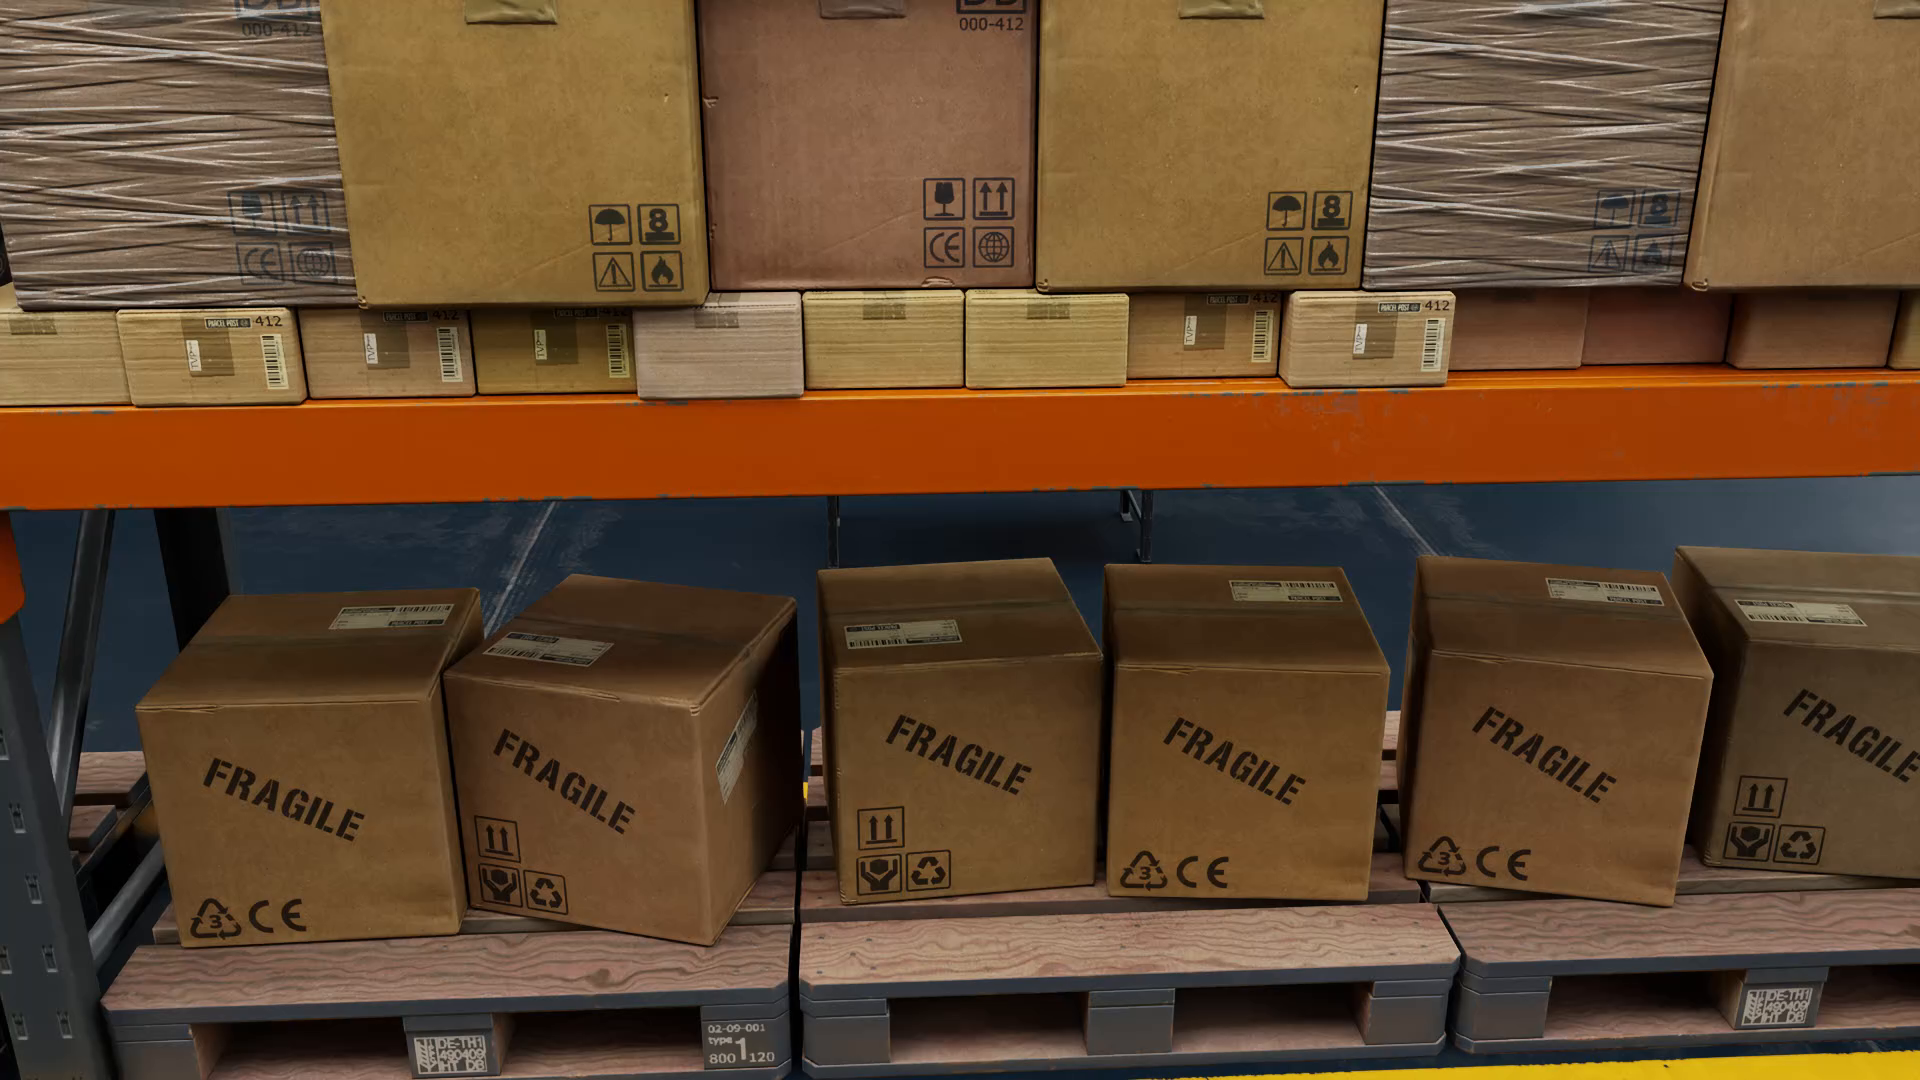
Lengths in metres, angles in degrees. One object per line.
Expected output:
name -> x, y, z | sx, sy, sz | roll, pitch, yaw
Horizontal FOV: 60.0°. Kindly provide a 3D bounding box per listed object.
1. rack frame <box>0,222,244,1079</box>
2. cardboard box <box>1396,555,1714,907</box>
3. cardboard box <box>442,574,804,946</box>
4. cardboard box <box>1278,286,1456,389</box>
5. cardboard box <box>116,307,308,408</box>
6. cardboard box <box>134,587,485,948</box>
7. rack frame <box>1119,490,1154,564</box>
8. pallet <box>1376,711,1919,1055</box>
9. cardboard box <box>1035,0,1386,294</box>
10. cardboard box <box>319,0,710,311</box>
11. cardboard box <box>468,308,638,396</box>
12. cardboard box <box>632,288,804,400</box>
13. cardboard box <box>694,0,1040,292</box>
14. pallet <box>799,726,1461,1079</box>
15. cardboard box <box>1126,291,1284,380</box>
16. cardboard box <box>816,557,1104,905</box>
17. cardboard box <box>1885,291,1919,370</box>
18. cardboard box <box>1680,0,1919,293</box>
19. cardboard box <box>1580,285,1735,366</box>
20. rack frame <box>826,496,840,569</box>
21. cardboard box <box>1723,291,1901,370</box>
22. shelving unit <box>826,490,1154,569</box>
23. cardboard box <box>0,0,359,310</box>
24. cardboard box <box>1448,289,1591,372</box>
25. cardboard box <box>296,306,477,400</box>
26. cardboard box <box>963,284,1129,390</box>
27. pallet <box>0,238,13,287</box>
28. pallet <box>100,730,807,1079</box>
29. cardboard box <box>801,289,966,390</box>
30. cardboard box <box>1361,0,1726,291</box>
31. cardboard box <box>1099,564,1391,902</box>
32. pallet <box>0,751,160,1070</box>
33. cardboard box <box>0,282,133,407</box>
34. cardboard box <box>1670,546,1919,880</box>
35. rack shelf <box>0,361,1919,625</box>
rack frame -> -1.605, -0.554, 2.862 | 0.127, 3.000, 1.000 | -1, 21, -3
cardboard box -> 1.169, 0.367, 3.364 | 0.500, 0.500, 0.500 | 4, 21, 11
cardboard box -> -0.632, 0.409, 3.253 | 0.500, 0.500, 0.500 | 5, 22, 14
cardboard box -> 0.624, -0.371, 2.734 | 0.250, 0.149, 0.380 | -1, 21, -3
cardboard box -> -1.123, -0.335, 2.638 | 0.250, 0.149, 0.380 | -1, 21, -3
cardboard box -> -1.204, 0.424, 3.216 | 0.500, 0.500, 0.500 | -2, 21, -5
rack frame -> 0.593, -0.713, 5.386 | 0.032, 1.500, 0.500 | -1, 21, -3
pallet -> 1.499, 0.673, 3.557 | 1.213, 0.211, 1.003 | -1, 21, -3
cardboard box -> 0.344, -0.766, 2.860 | 0.500, 0.500, 0.875 | -1, 21, -3
cardboard box -> -0.651, -0.725, 2.751 | 0.500, 0.500, 0.875 | -1, 21, -3
cardboard box -> -0.626, -0.358, 2.700 | 0.250, 0.149, 0.380 | -1, 21, -3
cardboard box -> -0.374, -0.349, 2.675 | 0.250, 0.149, 0.380 | -1, 21, -3
cardboard box -> -0.158, -0.771, 2.872 | 0.500, 0.500, 0.875 | -1, 21, -3
pallet -> 0.284, 0.697, 3.495 | 1.213, 0.211, 1.003 | -1, 21, -3
cardboard box -> 0.370, -0.391, 2.785 | 0.250, 0.149, 0.380 | -1, 21, -3
cardboard box -> -0.017, 0.369, 3.360 | 0.500, 0.500, 0.500 | -3, 21, -8
cardboard box -> 1.619, -0.411, 2.838 | 0.250, 0.149, 0.380 | -1, 21, -3
cardboard box -> 1.345, -0.767, 2.862 | 0.500, 0.500, 0.875 | -1, 21, -3
cardboard box -> 1.117, -0.421, 2.864 | 0.250, 0.149, 0.380 | -1, 21, -3
rack frame -> -0.422, -0.692, 5.332 | 0.032, 1.500, 0.500 | -1, 21, -3
cardboard box -> 1.369, -0.411, 2.839 | 0.250, 0.149, 0.380 | -1, 21, -3
shelving unit -> 0.085, -0.703, 5.359 | 1.048, 1.500, 0.538 | -1, 21, -3
cardboard box -> -1.152, -0.727, 2.757 | 0.500, 0.500, 0.875 | -1, 21, -3
cardboard box -> 0.869, -0.408, 2.830 | 0.250, 0.149, 0.380 | -1, 21, -3
cardboard box -> -0.875, -0.350, 2.678 | 0.250, 0.149, 0.380 | -1, 21, -3
cardboard box -> 0.123, -0.370, 2.730 | 0.250, 0.149, 0.380 | -1, 21, -3
pallet -> -2.376, -0.501, 2.991 | 1.213, 0.211, 1.003 | -1, 21, -3
pallet -> -0.937, 0.723, 3.427 | 1.213, 0.211, 1.003 | -1, 21, -3
cardboard box -> -0.127, -0.369, 2.727 | 0.250, 0.149, 0.380 | -1, 21, -3
cardboard box -> 0.844, -0.772, 2.876 | 0.500, 0.500, 0.875 | -1, 21, -3
cardboard box -> 0.543, 0.373, 3.348 | 0.500, 0.500, 0.500 | 1, 21, 2
pallet -> -2.382, 0.765, 3.315 | 1.213, 0.211, 1.003 | -1, 21, -3
cardboard box -> -1.373, -0.335, 2.637 | 0.250, 0.149, 0.380 | -1, 21, -3
cardboard box -> 1.764, 0.343, 3.427 | 0.500, 0.500, 0.500 | 3, 21, 7
rack shelf -> 0.392, -0.259, 3.096 | 4.000, 0.370, 1.077 | -1, 21, -3
